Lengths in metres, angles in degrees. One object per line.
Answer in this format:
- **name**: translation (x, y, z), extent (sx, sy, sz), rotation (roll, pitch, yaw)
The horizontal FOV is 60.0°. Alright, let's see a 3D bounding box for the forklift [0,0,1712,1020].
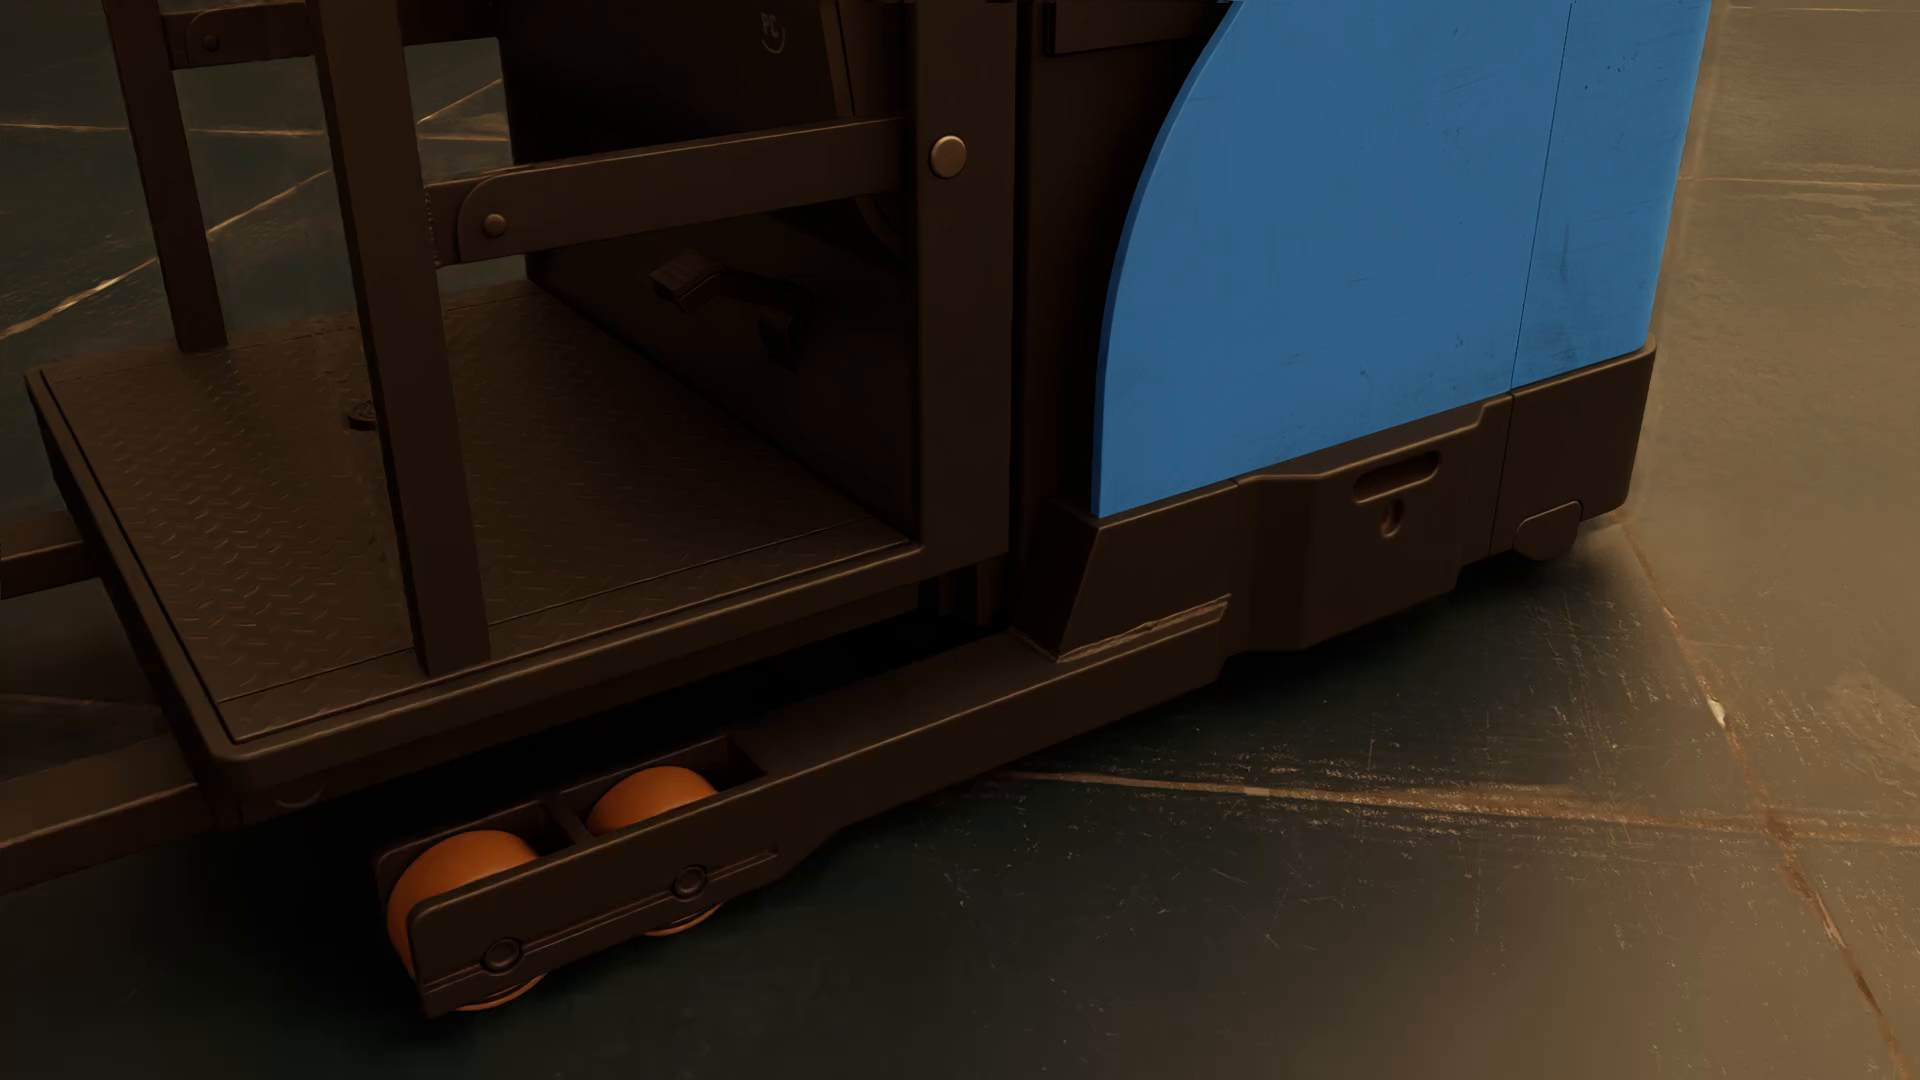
- **forklift**: translation (-0.508, -1.130, 1.483), extent (3.031, 2.935, 1.130), rotation (-17, 31, -30)
